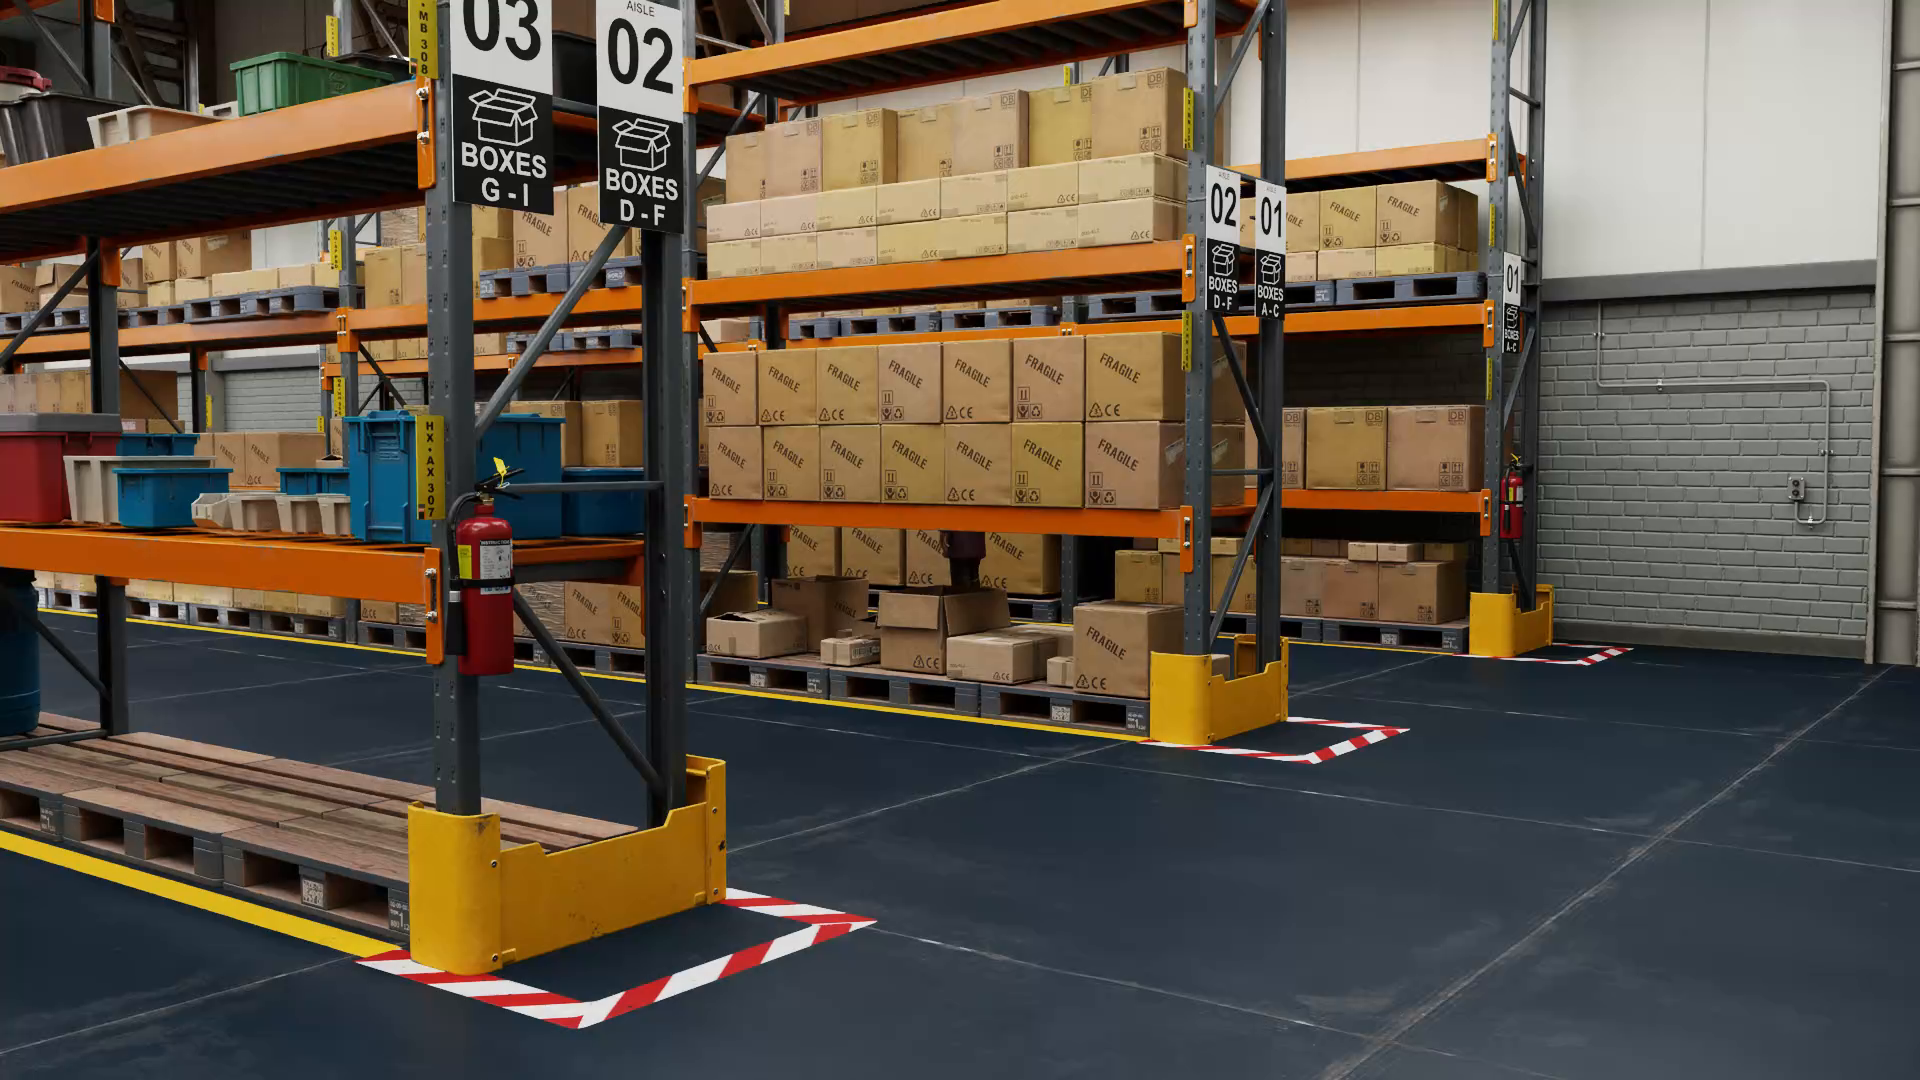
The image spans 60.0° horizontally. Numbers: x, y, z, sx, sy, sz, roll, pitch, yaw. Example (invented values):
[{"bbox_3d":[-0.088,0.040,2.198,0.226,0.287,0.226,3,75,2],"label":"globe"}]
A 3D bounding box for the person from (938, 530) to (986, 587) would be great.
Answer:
[{"bbox_3d":[-0.026,-0.070,15.028,0.579,1.778,0.697,2,4,36],"label":"person"}]
